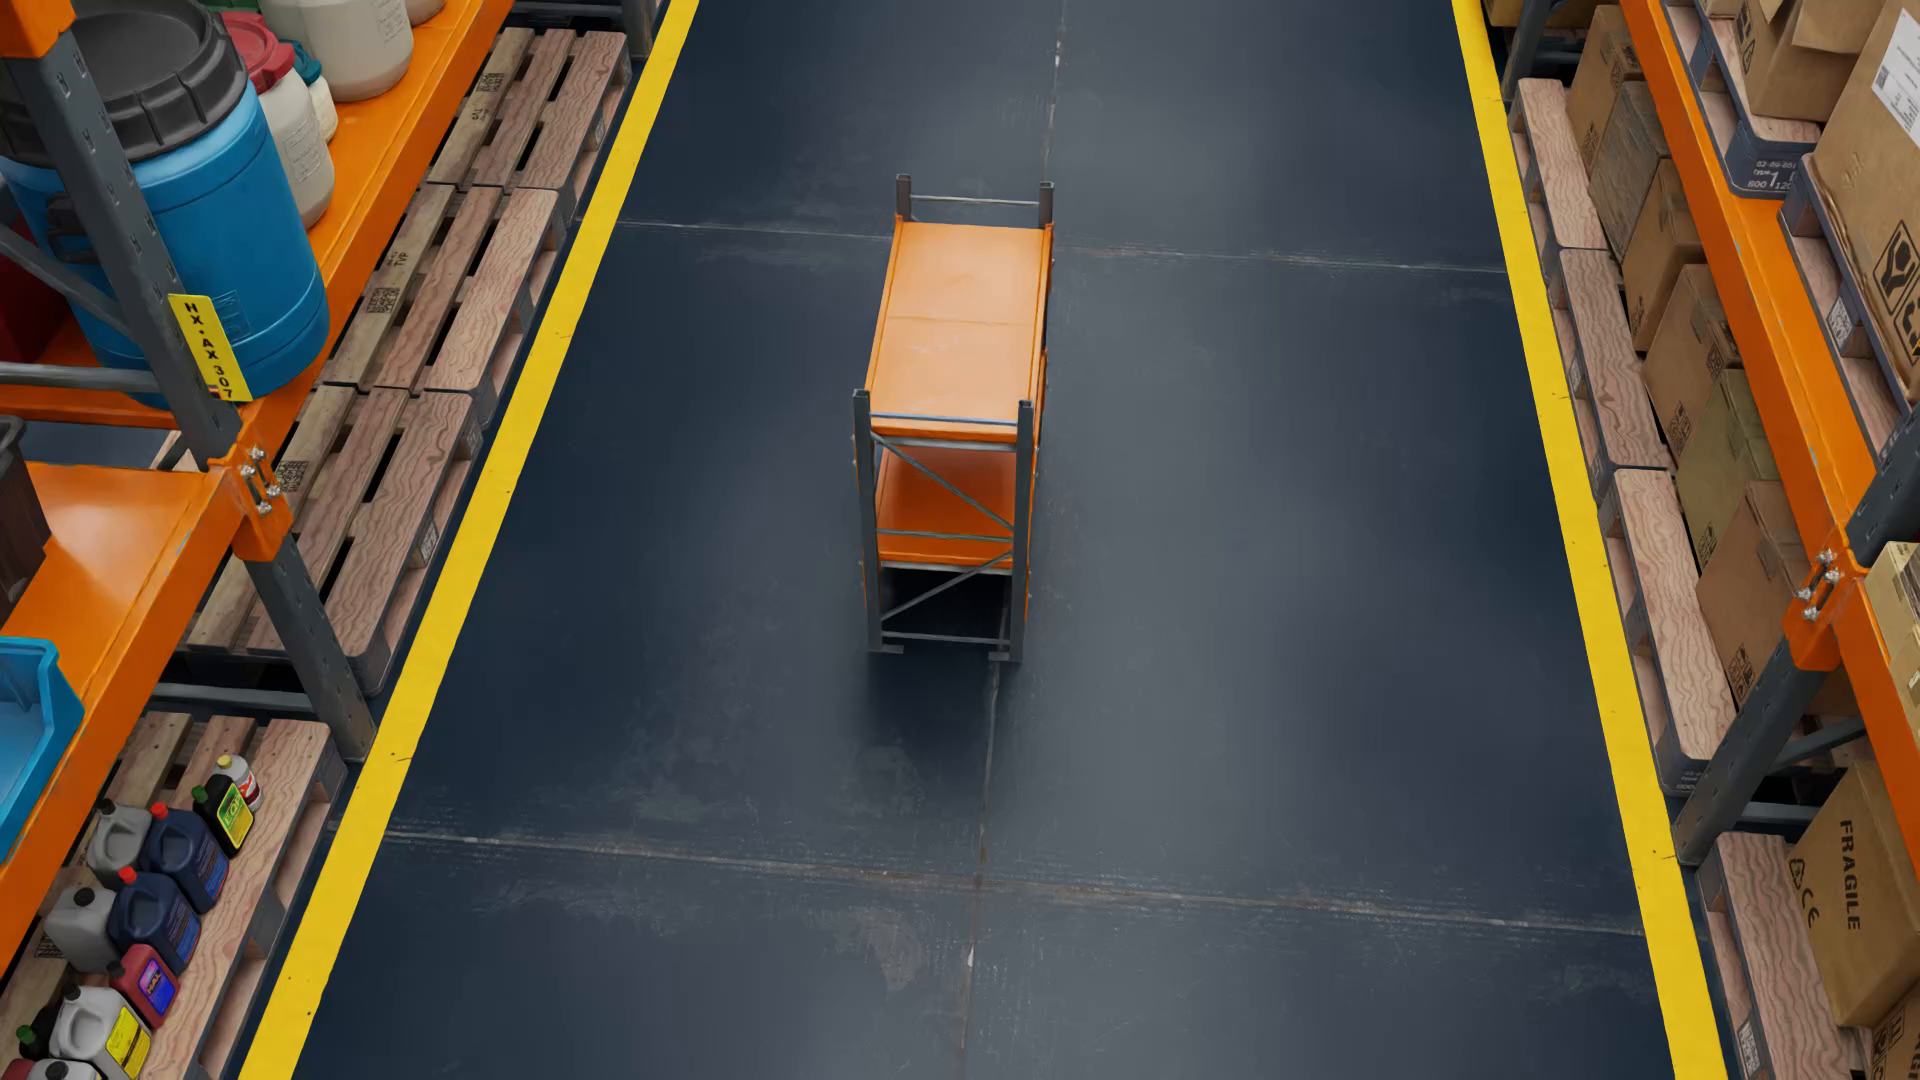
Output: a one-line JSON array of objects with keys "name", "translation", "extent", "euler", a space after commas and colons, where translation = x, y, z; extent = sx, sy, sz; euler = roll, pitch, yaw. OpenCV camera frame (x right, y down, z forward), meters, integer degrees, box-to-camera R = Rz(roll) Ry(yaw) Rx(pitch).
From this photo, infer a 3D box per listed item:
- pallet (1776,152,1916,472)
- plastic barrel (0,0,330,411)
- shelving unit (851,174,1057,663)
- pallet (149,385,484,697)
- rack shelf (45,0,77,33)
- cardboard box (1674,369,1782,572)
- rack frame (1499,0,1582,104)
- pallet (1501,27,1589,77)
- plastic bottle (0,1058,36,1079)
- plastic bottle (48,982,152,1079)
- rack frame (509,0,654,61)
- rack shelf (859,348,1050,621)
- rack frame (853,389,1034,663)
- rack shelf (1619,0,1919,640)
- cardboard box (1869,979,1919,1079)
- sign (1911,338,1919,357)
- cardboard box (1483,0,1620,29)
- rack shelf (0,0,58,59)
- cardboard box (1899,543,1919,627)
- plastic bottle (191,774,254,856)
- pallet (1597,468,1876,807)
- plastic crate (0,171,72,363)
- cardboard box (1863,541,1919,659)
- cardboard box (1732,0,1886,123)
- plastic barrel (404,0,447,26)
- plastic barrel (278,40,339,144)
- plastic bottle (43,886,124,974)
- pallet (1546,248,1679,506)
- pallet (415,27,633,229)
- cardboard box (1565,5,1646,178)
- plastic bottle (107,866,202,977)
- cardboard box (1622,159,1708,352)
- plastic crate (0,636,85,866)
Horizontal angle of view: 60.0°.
[{"name": "pallet", "translation": [2.824, -0.558, 4.358], "extent": [1.003, 0.211, 1.213], "euler": [4, 48, 4]}, {"name": "plastic barrel", "translation": [-1.986, -0.837, 4.143], "extent": [0.600, 0.901, 0.708], "euler": [4, 48, 4]}, {"name": "shelving unit", "translation": [0.001, -0.385, 5.339], "extent": [0.538, 1.125, 1.048], "euler": [4, 48, 4]}, {"name": "pallet", "translation": [-2.290, -0.042, 5.646], "extent": [1.003, 0.211, 1.213], "euler": [4, 48, 4]}, {"name": "rack shelf", "translation": [-2.140, -2.643, 4.589], "extent": [1.077, 0.370, 4.000], "euler": [4, 48, 4]}, {"name": "cardboard box", "translation": [2.749, -0.175, 5.273], "extent": [0.700, 0.500, 0.500], "euler": [4, 48, 3]}, {"name": "rack frame", "translation": [2.974, -3.010, 6.470], "extent": [1.000, 3.000, 0.127], "euler": [4, 48, 4]}, {"name": "pallet", "translation": [3.121, -2.643, 8.025], "extent": [1.003, 0.211, 1.213], "euler": [4, 48, 4]}, {"name": "plastic bottle", "translation": [-2.266, 1.348, 4.027], "extent": [0.061, 0.283, 0.133], "euler": [4, 48, 4]}, {"name": "plastic bottle", "translation": [-2.141, 1.213, 4.105], "extent": [0.144, 0.351, 0.185], "euler": [4, 48, 3]}, {"name": "rack frame", "translation": [-1.958, -3.343, 6.775], "extent": [1.000, 3.000, 0.127], "euler": [4, 48, 4]}, {"name": "rack shelf", "translation": [0.001, -0.220, 5.520], "extent": [0.538, 0.278, 1.000], "euler": [4, 48, 4]}, {"name": "rack frame", "translation": [-0.046, -0.011, 4.998], "extent": [0.500, 1.125, 0.032], "euler": [4, 48, 4]}, {"name": "rack shelf", "translation": [2.792, -1.298, 5.392], "extent": [1.077, 0.370, 4.000], "euler": [4, 48, 4]}, {"name": "cardboard box", "translation": [2.489, 1.344, 3.898], "extent": [0.500, 0.500, 0.500], "euler": [18, 50, 16]}, {"name": "sign", "translation": [2.057, -0.496, 3.386], "extent": [0.100, 0.325, 0.005], "euler": [4, 48, 4]}, {"name": "cardboard box", "translation": [3.058, -2.941, 7.562], "extent": [1.225, 0.875, 0.875], "euler": [2, 48, 2]}, {"name": "rack shelf", "translation": [-2.505, 0.296, 1.901], "extent": [1.077, 0.370, 4.000], "euler": [4, 48, 4]}, {"name": "cardboard box", "translation": [2.507, 0.122, 3.337], "extent": [0.875, 0.500, 0.500], "euler": [4, 48, 4]}, {"name": "plastic bottle", "translation": [-2.038, 0.740, 4.583], "extent": [0.061, 0.283, 0.133], "euler": [6, 48, 5]}, {"name": "pallet", "translation": [2.679, 0.298, 5.334], "extent": [1.003, 0.211, 1.213], "euler": [4, 48, 4]}, {"name": "plastic crate", "translation": [-2.583, -0.802, 4.407], "extent": [0.402, 0.464, 0.583], "euler": [4, 48, 4]}, {"name": "cardboard box", "translation": [2.291, 0.152, 3.749], "extent": [0.380, 0.149, 0.250], "euler": [4, 48, 4]}, {"name": "cardboard box", "translation": [2.676, -1.527, 4.760], "extent": [0.797, 0.503, 0.637], "euler": [8, 48, 8]}, {"name": "plastic barrel", "translation": [-1.911, -1.995, 5.450], "extent": [0.433, 0.535, 0.433], "euler": [0, 48, 0]}, {"name": "plastic barrel", "translation": [-2.049, -1.320, 5.018], "extent": [0.301, 0.262, 0.301], "euler": [0, 48, 0]}, {"name": "plastic bottle", "translation": [-2.262, 1.009, 4.342], "extent": [0.152, 0.276, 0.135], "euler": [4, 48, 4]}, {"name": "pallet", "translation": [2.788, -0.601, 6.157], "extent": [1.003, 0.211, 1.213], "euler": [4, 48, 4]}, {"name": "pallet", "translation": [-2.067, -1.835, 7.286], "extent": [1.003, 0.211, 1.213], "euler": [4, 48, 4]}, {"name": "cardboard box", "translation": [2.933, -1.821, 6.779], "extent": [0.700, 0.500, 0.500], "euler": [2, 48, 1]}, {"name": "plastic bottle", "translation": [-2.112, 0.975, 4.322], "extent": [0.144, 0.351, 0.185], "euler": [2, 48, 2]}, {"name": "cardboard box", "translation": [2.850, -0.996, 6.024], "extent": [0.700, 0.500, 0.500], "euler": [7, 48, 7]}, {"name": "plastic crate", "translation": [-2.153, 0.478, 3.381], "extent": [0.499, 0.251, 0.616], "euler": [4, 48, 4]}]
